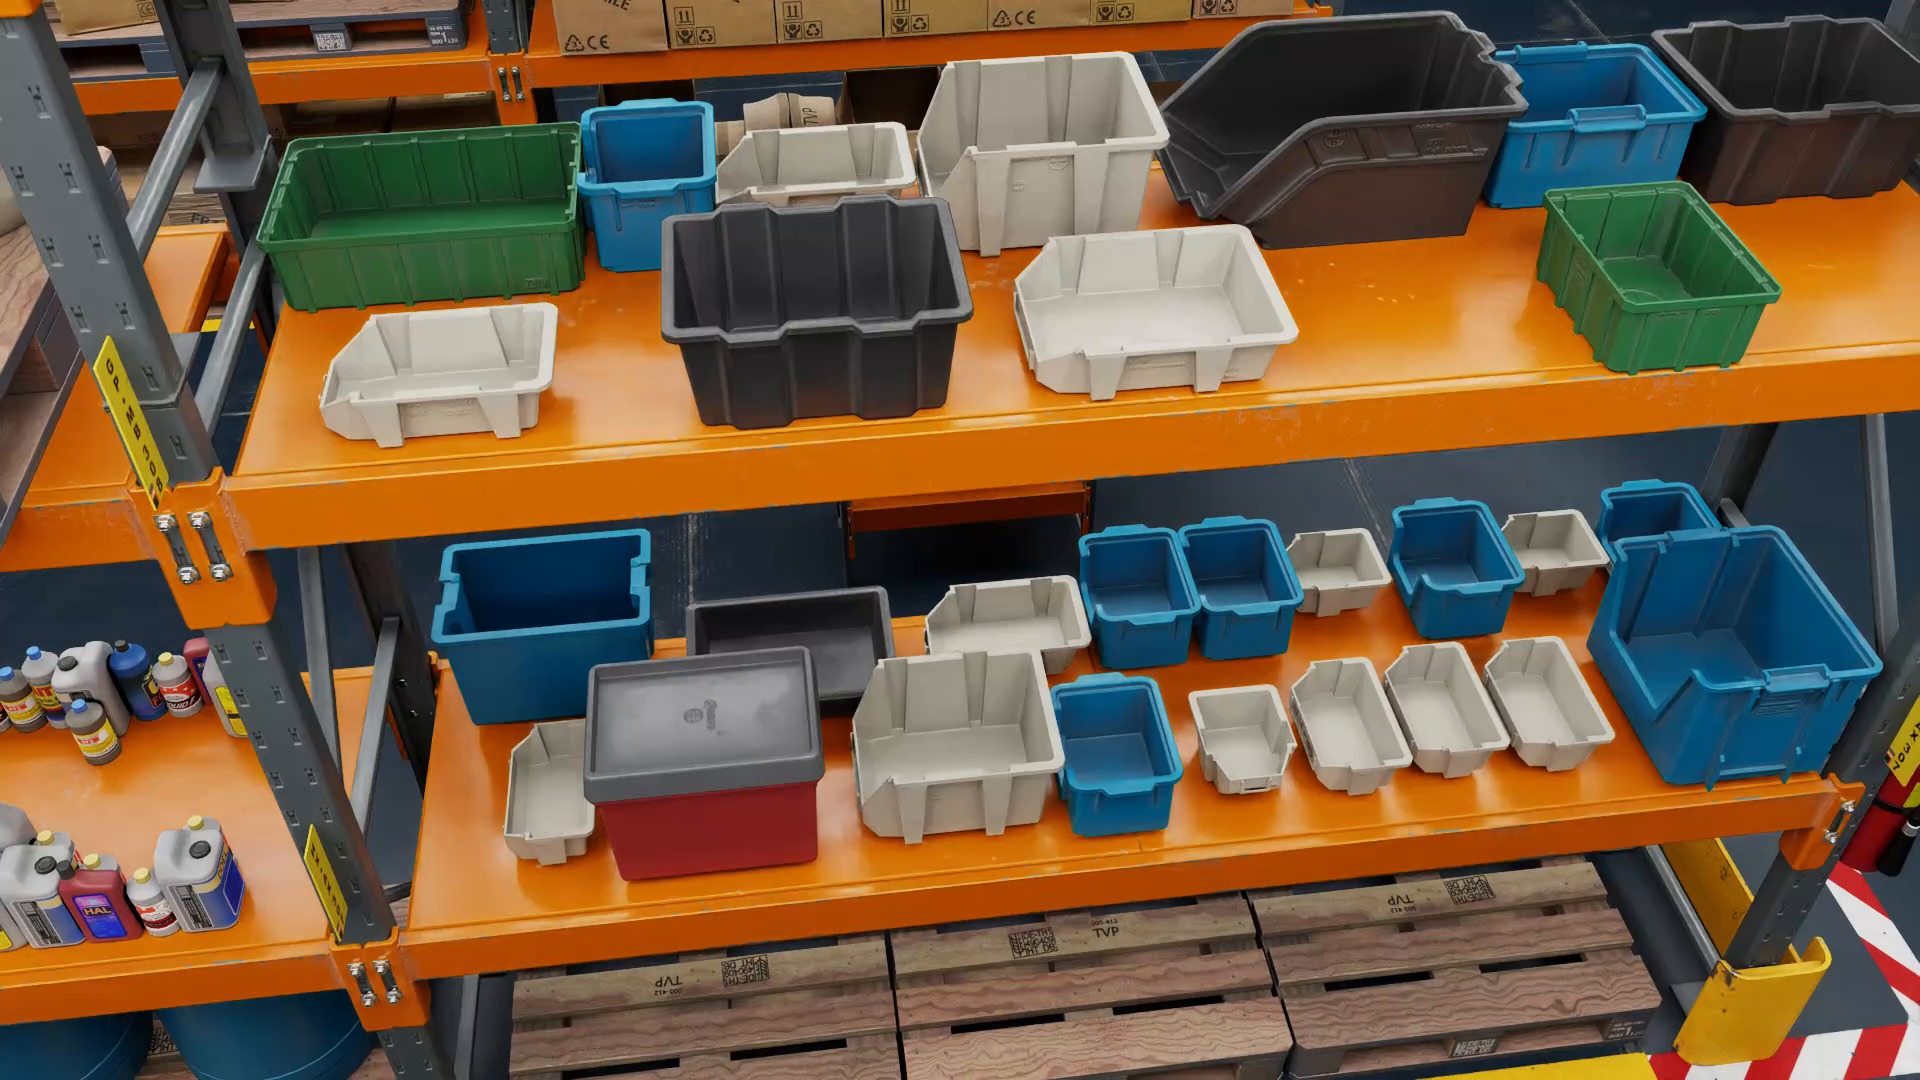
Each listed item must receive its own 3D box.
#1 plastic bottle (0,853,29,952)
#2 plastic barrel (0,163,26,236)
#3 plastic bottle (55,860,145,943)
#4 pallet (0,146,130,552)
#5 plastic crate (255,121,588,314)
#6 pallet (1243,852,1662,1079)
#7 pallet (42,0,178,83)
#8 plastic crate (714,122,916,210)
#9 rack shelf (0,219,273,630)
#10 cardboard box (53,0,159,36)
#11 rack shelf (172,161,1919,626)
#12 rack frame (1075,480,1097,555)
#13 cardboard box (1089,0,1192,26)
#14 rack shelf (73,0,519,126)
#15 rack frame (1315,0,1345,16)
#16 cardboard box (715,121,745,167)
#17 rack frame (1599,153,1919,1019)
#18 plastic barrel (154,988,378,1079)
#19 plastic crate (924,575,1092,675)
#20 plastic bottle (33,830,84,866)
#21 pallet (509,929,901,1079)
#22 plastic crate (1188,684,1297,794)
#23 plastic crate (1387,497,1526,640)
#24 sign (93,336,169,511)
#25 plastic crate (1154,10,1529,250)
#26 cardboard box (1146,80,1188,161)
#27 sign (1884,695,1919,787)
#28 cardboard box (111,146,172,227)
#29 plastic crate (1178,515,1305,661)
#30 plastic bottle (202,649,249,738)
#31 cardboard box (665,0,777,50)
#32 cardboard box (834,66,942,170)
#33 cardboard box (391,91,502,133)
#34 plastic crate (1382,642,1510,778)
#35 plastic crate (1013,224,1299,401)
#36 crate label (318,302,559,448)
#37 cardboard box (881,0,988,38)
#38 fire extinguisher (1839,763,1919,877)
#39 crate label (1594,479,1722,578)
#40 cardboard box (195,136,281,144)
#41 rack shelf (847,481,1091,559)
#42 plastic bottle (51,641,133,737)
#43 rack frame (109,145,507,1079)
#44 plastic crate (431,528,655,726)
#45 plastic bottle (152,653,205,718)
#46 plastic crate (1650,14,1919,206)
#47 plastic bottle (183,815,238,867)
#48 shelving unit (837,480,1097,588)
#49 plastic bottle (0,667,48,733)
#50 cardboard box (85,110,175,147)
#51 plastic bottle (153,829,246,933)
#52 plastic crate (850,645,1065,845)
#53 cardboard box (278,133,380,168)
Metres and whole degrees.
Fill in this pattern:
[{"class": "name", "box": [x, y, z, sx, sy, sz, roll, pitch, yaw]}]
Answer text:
[{"class": "plastic bottle", "box": [-2.427, 0.861, 4.093, 0.185, 0.351, 0.144, -5, 42, -6]}, {"class": "plastic barrel", "box": [-2.113, -0.896, 3.349, 0.433, 0.535, 0.433, 0, 42, 0]}, {"class": "plastic bottle", "box": [-2.131, 0.888, 4.113, 0.133, 0.283, 0.061, -5, 42, -6]}, {"class": "pallet", "box": [-2.323, -0.365, 3.317, 1.003, 0.211, 1.213, -5, 42, -6]}, {"class": "plastic crate", "box": [-1.177, -0.727, 3.735, 0.662, 0.188, 0.450, -5, 42, -6]}, {"class": "pallet", "box": [1.585, 1.279, 5.674, 1.213, 0.211, 1.003, -5, 42, -6]}, {"class": "pallet", "box": [-4.235, -2.498, 7.923, 1.213, 0.211, 1.003, -5, 42, -6]}, {"class": "plastic crate", "box": [-0.346, -0.834, 3.892, 0.466, 0.136, 0.293, -5, 42, -6]}, {"class": "rack shelf", "box": [-3.541, -0.128, 3.450, 4.000, 0.370, 1.077, -5, 42, -6]}, {"class": "cardboard box", "box": [-3.941, -2.743, 7.664, 0.500, 0.500, 0.700, -15, 44, -16]}, {"class": "rack shelf", "box": [0.425, -0.475, 3.835, 4.000, 0.370, 1.077, -5, 42, -6]}, {"class": "rack frame", "box": [0.511, -0.462, 6.923, 0.032, 1.125, 0.500, -5, 42, -6]}, {"class": "cardboard box", "box": [0.847, -2.862, 8.109, 0.500, 0.500, 0.500, -5, 42, -5]}, {"class": "rack shelf", "box": [-4.180, -2.304, 8.102, 4.000, 0.370, 1.077, -5, 42, -6]}, {"class": "rack frame", "box": [1.769, -3.092, 8.438, 0.127, 3.000, 1.000, -5, 42, -6]}, {"class": "cardboard box", "box": [-1.305, -2.160, 9.205, 0.250, 0.149, 0.380, -5, 42, -6]}, {"class": "rack frame", "box": [2.408, 0.198, 4.791, 0.127, 3.000, 1.000, -5, 42, -6]}, {"class": "plastic barrel", "box": [-2.100, 1.205, 4.928, 0.708, 0.901, 0.600, -5, 42, -6]}, {"class": "plastic crate", "box": [0.129, 0.270, 4.863, 0.466, 0.136, 0.293, -5, 42, -6]}, {"class": "plastic bottle", "box": [-2.304, 0.819, 4.251, 0.097, 0.201, 0.097, 0, 42, 0]}, {"class": "pallet", "box": [-0.834, 1.491, 5.439, 1.213, 0.211, 1.003, -5, 42, -6]}, {"class": "plastic crate", "box": [0.770, 0.559, 4.543, 0.250, 0.136, 0.298, -5, 42, -6]}, {"class": "plastic crate", "box": [1.468, 0.098, 4.982, 0.300, 0.233, 0.416, -5, 42, -6]}, {"class": "sign", "box": [-1.489, -0.206, 2.993, 0.005, 0.325, 0.100, -5, 42, -6]}, {"class": "plastic crate", "box": [0.857, -0.943, 3.862, 0.767, 0.338, 0.504, -5, 42, -6]}, {"class": "cardboard box", "box": [1.262, -2.116, 8.895, 0.500, 0.500, 0.500, -5, 42, -6]}, {"class": "sign", "box": [2.495, 0.501, 4.333, 0.005, 0.325, 0.100, -5, 42, -6]}, {"class": "cardboard box", "box": [-4.141, -1.620, 8.345, 0.500, 0.500, 0.500, -6, 42, -7]}, {"class": "plastic crate", "box": [0.815, 0.155, 4.919, 0.300, 0.233, 0.416, -5, 42, -6]}, {"class": "plastic bottle", "box": [-1.989, 0.382, 4.623, 0.185, 0.351, 0.144, -5, 42, -6]}, {"class": "cardboard box", "box": [-1.149, -2.692, 7.920, 0.500, 0.500, 0.500, -4, 42, -5]}, {"class": "cardboard box", "box": [-0.335, -2.148, 8.927, 0.637, 0.503, 0.797, -5, 42, -6]}, {"class": "cardboard box", "box": [-2.708, -2.100, 8.876, 0.500, 0.500, 0.500, -7, 42, -7]}, {"class": "plastic crate", "box": [1.334, 0.480, 4.630, 0.243, 0.136, 0.396, -5, 42, -6]}, {"class": "plastic crate", "box": [0.391, -0.474, 3.493, 0.530, 0.136, 0.437, -5, 42, -6]}, {"class": "crate label", "box": [-1.036, -0.321, 3.324, 0.466, 0.136, 0.293, -5, 42, -6]}, {"class": "cardboard box", "box": [-0.148, -2.779, 8.016, 0.500, 0.500, 0.500, -6, 42, -6]}, {"class": "fire extinguisher", "box": [2.616, 0.654, 4.622, 0.183, 0.674, 0.296, -5, 42, -6]}, {"class": "crate label", "box": [2.121, 0.041, 5.046, 0.303, 0.233, 0.416, -5, 42, -6]}, {"class": "cardboard box", "box": [-3.732, -2.007, 8.774, 0.500, 0.500, 0.500, -5, 42, -5]}, {"class": "rack shelf", "box": [0.007, -0.237, 7.038, 1.000, 0.278, 0.538, -5, 42, -6]}, {"class": "plastic bottle", "box": [-2.429, 0.410, 4.648, 0.135, 0.276, 0.152, -5, 42, -6]}, {"class": "rack frame", "box": [-1.558, 0.545, 4.406, 0.127, 3.000, 1.000, -5, 42, -6]}, {"class": "plastic crate", "box": [-1.140, 0.262, 4.687, 0.575, 0.384, 0.392, -5, 42, -6]}, {"class": "plastic bottle", "box": [-2.221, 0.401, 4.714, 0.097, 0.201, 0.097, 0, 42, 0]}, {"class": "plastic crate", "box": [1.990, -1.019, 3.998, 0.590, 0.269, 0.497, -5, 42, -6]}, {"class": "plastic bottle", "box": [-1.942, 0.787, 4.286, 0.097, 0.201, 0.097, 0, 42, 0]}, {"class": "shelving unit", "box": [0.007, -0.418, 6.874, 1.048, 1.125, 0.538, -5, 42, -6]}, {"class": "plastic bottle", "box": [-2.644, 0.438, 4.673, 0.097, 0.201, 0.097, 0, 42, 0]}, {"class": "cardboard box", "box": [-4.197, -2.247, 8.480, 0.500, 0.250, 0.500, -6, 42, -6]}, {"class": "plastic bottle", "box": [-1.907, 0.840, 4.171, 0.135, 0.276, 0.152, -5, 42, -6]}, {"class": "plastic crate", "box": [-0.020, 0.557, 4.437, 0.530, 0.282, 0.437, -5, 42, -6]}, {"class": "cardboard box", "box": [-3.140, -1.709, 8.443, 0.500, 0.500, 0.500, -5, 42, -5]}]
